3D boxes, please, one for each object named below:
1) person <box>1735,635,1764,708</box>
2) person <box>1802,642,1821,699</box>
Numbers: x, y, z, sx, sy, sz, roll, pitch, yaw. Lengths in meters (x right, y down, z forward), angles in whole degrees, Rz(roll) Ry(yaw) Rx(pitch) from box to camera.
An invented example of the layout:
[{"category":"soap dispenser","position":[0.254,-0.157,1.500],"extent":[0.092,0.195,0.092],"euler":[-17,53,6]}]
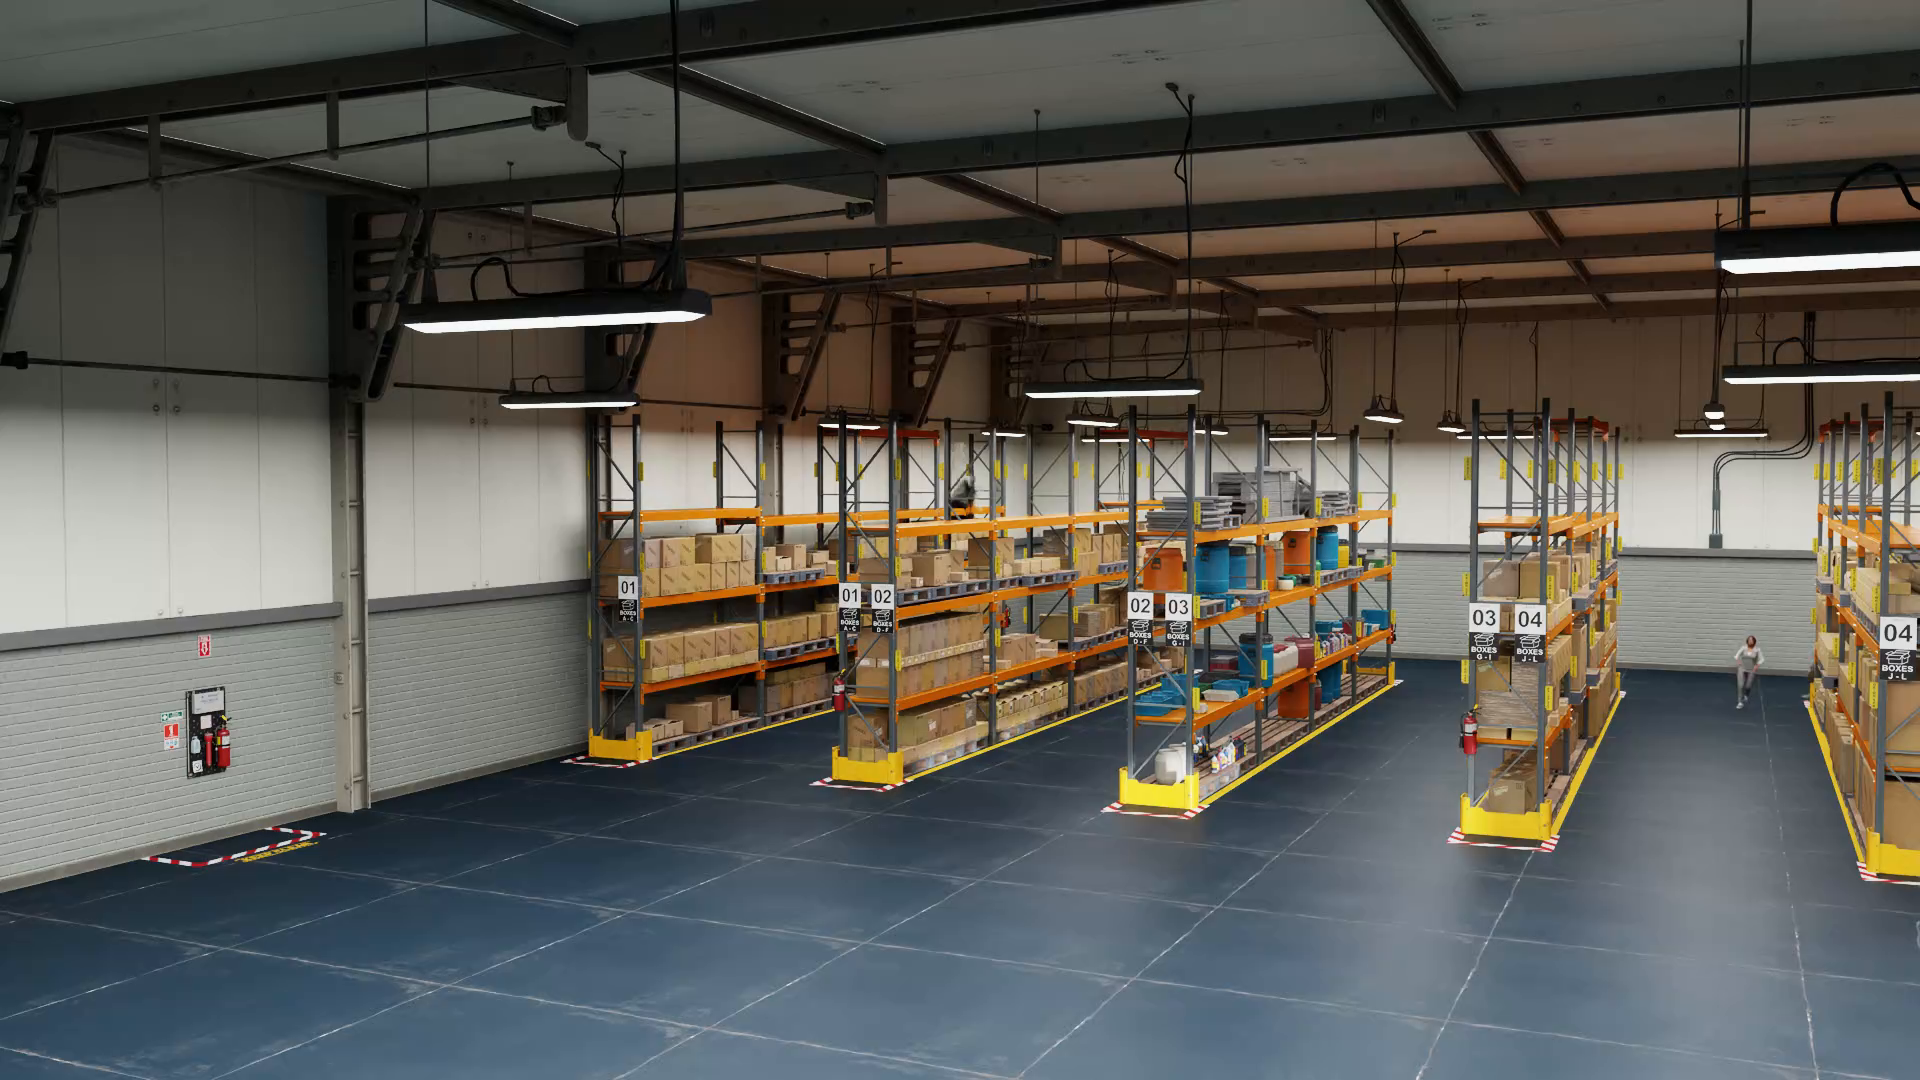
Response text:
[{"category":"person","position":[16.663,2.789,35.137],"extent":[0.554,1.551,0.561],"euler":[1,3,32]},{"category":"person","position":[18.857,2.662,36.386],"extent":[0.695,1.707,0.739],"euler":[1,2,18]}]
